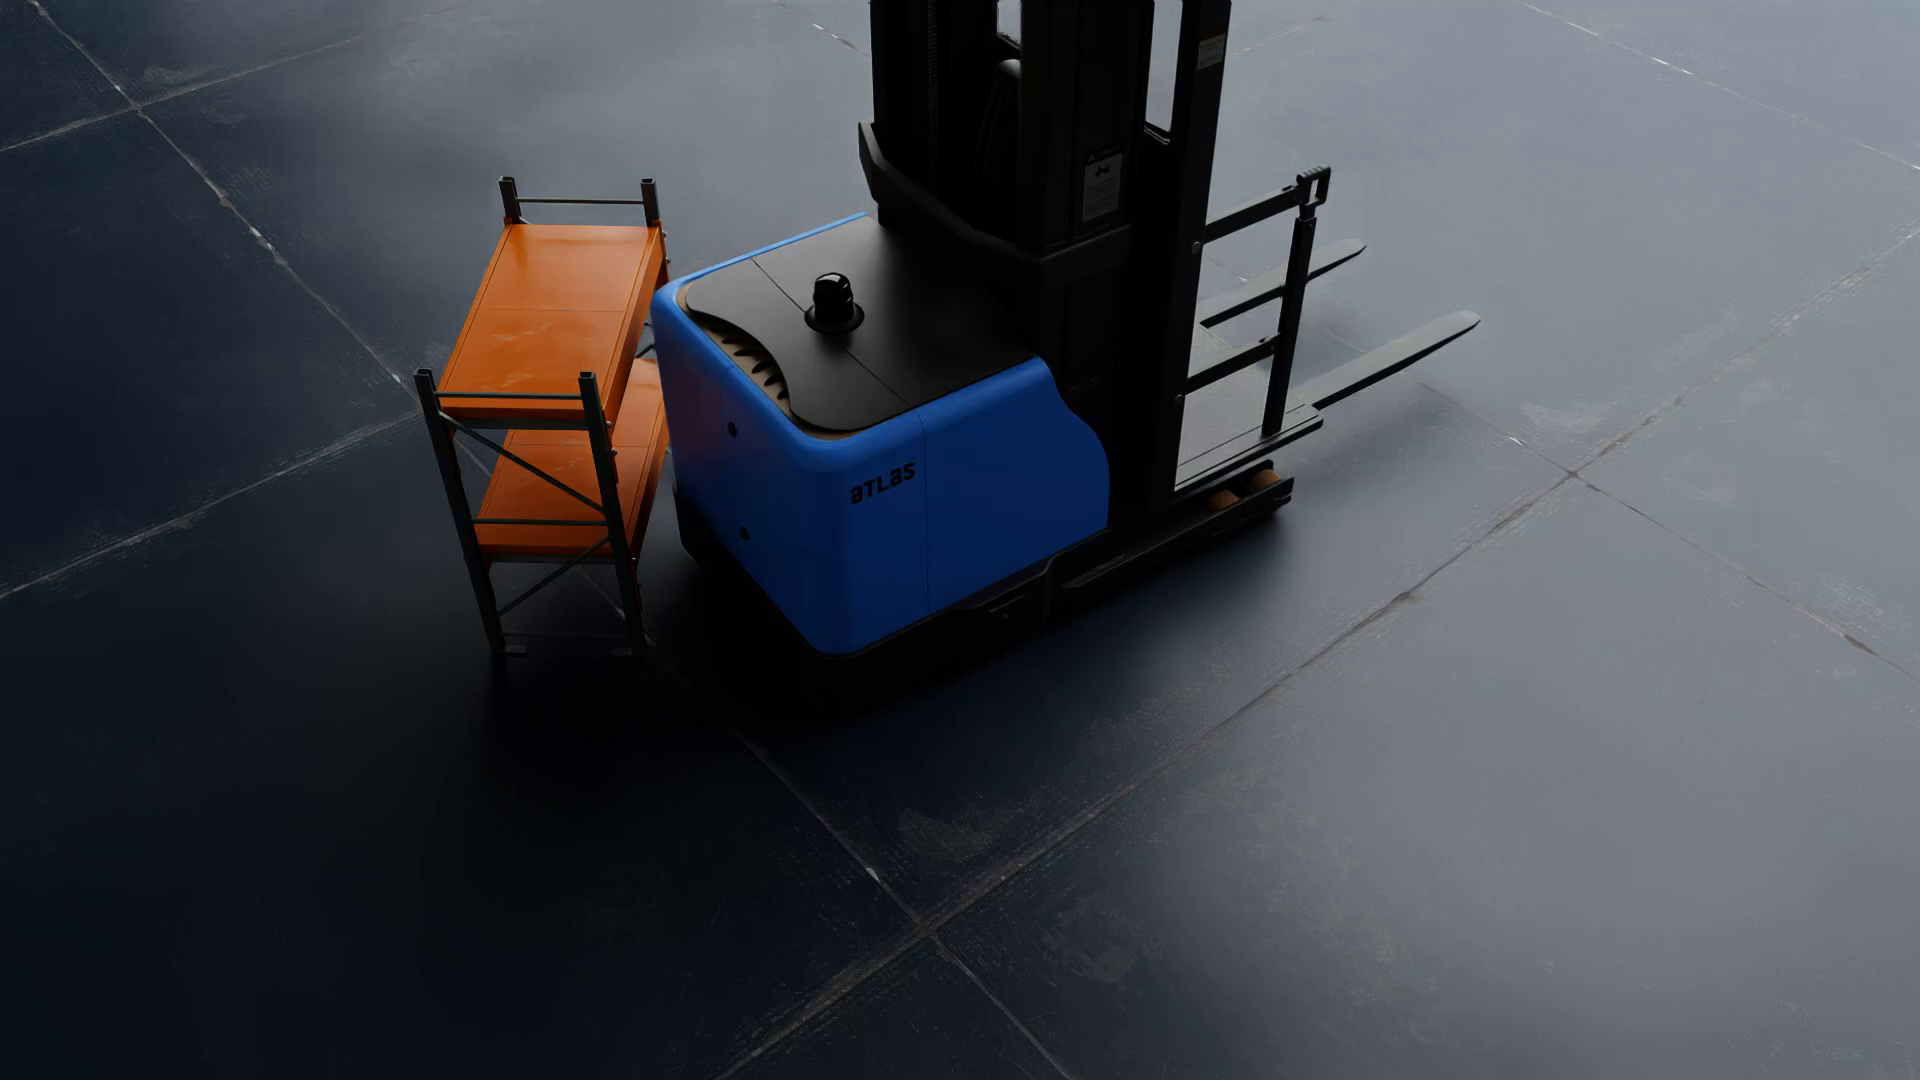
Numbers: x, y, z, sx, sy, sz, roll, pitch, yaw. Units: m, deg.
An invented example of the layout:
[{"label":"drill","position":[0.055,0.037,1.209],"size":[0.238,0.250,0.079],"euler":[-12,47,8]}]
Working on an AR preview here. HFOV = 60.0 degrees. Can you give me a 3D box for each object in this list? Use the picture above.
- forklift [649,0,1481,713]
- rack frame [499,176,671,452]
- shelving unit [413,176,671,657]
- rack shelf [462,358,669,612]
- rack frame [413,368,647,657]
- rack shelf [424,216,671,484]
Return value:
[{"label":"forklift","position":[0.551,-1.346,5.042],"size":[3.031,2.935,1.130],"euler":[-25,49,-25]},{"label":"rack frame","position":[-1.230,-0.747,5.723],"size":[0.500,1.125,0.032],"euler":[1,43,1]},{"label":"shelving unit","position":[-1.245,-0.399,5.353],"size":[0.538,1.125,1.048],"euler":[1,43,1]},{"label":"rack shelf","position":[-1.245,-0.220,5.520],"size":[0.538,0.278,1.000],"euler":[1,43,1]},{"label":"rack frame","position":[-1.261,-0.051,4.982],"size":[0.500,1.125,0.032],"euler":[1,43,1]},{"label":"rack shelf","position":[-1.245,-0.612,5.152],"size":[0.538,0.278,1.000],"euler":[1,43,1]}]
